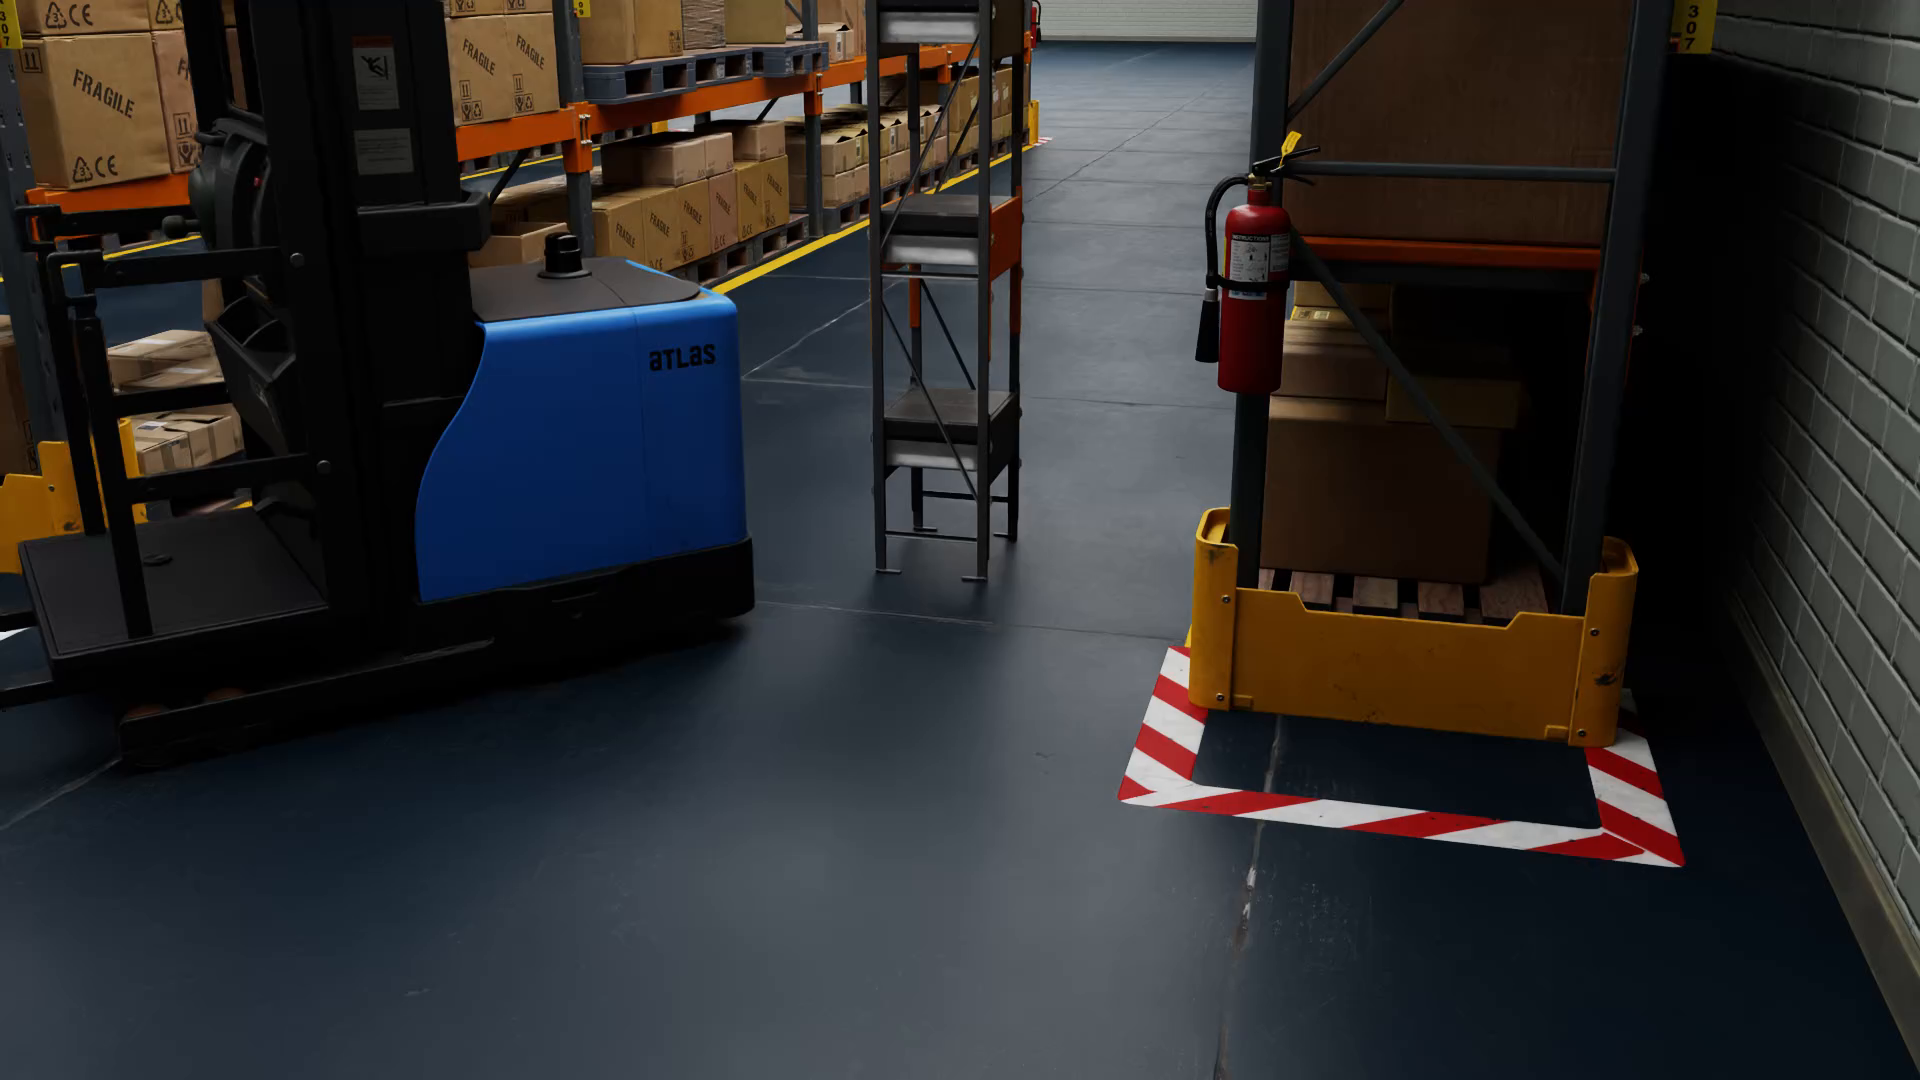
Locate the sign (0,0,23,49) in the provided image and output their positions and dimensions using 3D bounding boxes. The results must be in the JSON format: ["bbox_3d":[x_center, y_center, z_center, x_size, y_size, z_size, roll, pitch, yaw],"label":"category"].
[{"bbox_3d":[-3.014,-1.712,5.220,0.100,0.325,0.005,5,19,13],"label":"sign"}]

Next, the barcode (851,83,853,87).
[{"bbox_3d":[-1.075,-4.539,16.537,0.001,0.075,0.075,5,19,13],"label":"barcode"}]

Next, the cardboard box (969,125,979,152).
[{"bbox_3d":[-0.074,-4.282,17.686,0.500,0.250,0.500,5,19,13],"label":"cardboard box"}]

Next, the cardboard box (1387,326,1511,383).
[{"bbox_3d":[1.624,-0.609,5.544,0.380,0.149,0.250,5,19,14],"label":"cardboard box"}]

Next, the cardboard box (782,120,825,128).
[{"bbox_3d":[-1.450,-3.521,14.591,0.500,0.311,0.500,5,19,13],"label":"cardboard box"}]

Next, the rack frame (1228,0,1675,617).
[{"bbox_3d":[1.264,-0.955,4.343,1.000,3.000,0.127,5,19,13],"label":"rack frame"}]

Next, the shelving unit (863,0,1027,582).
[{"bbox_3d":[-0.040,-0.942,5.696,0.431,2.100,0.503,5,19,13],"label":"shelving unit"}]

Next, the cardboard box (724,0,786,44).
[{"bbox_3d":[-1.630,-3.892,12.138,0.700,0.500,0.500,-2,19,-5],"label":"cardboard box"}]

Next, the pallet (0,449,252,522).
[{"bbox_3d":[-3.328,-0.299,6.737,1.003,0.211,1.213,5,19,13],"label":"pallet"}]

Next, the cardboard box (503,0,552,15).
[{"bbox_3d":[-2.436,-2.940,8.454,0.500,0.500,0.500,5,19,14],"label":"cardboard box"}]

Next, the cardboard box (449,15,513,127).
[{"bbox_3d":[-2.561,-2.308,8.148,0.500,0.500,0.500,5,20,15],"label":"cardboard box"}]

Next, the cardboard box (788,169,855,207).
[{"bbox_3d":[-1.173,-2.891,13.616,0.500,0.250,0.500,5,19,13],"label":"cardboard box"}]

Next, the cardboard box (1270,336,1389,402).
[{"bbox_3d":[1.193,-0.560,5.400,0.380,0.149,0.250,4,19,13],"label":"cardboard box"}]

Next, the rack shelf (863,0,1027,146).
[{"bbox_3d":[-0.040,-1.591,5.474,0.431,0.518,0.480,5,19,13],"label":"rack shelf"}]

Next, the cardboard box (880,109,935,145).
[{"bbox_3d":[-0.550,-3.956,15.866,0.500,0.311,0.500,5,20,15],"label":"cardboard box"}]

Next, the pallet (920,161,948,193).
[{"bbox_3d":[-0.751,-3.553,16.262,1.003,0.211,1.213,5,19,13],"label":"pallet"}]

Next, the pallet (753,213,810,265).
[{"bbox_3d":[-1.805,-2.302,12.601,1.003,0.211,1.213,5,19,13],"label":"pallet"}]

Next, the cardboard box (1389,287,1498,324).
[{"bbox_3d":[1.810,-0.848,6.243,0.380,0.149,0.250,5,19,14],"label":"cardboard box"}]

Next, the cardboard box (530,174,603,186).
[{"bbox_3d":[-2.469,-2.113,10.919,0.500,0.500,0.500,5,19,14],"label":"cardboard box"}]

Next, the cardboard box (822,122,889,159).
[{"bbox_3d":[-0.926,-3.481,14.476,0.500,0.311,0.500,4,19,12],"label":"cardboard box"}]

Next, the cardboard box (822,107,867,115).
[{"bbox_3d":[-1.078,-4.003,16.003,0.500,0.311,0.500,4,19,13],"label":"cardboard box"}]

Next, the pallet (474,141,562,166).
[{"bbox_3d":[-5.206,-4.386,18.703,1.003,0.211,1.213,5,19,13],"label":"pallet"}]

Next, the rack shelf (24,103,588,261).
[{"bbox_3d":[-3.052,-1.632,7.437,1.077,0.370,4.000,5,19,13],"label":"rack shelf"}]

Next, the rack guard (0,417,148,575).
[{"bbox_3d":[-3.522,-0.186,5.959,1.175,0.500,0.348,5,19,13],"label":"rack guard"}]

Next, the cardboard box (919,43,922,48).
[{"bbox_3d":[-0.686,-4.878,16.059,0.500,0.250,0.500,6,20,17],"label":"cardboard box"}]

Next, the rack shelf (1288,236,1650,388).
[{"bbox_3d":[1.753,-1.242,6.295,1.077,0.370,4.000,5,19,13],"label":"rack shelf"}]

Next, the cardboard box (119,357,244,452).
[{"bbox_3d":[-3.010,-0.557,6.751,0.500,0.250,0.500,5,19,13],"label":"cardboard box"}]

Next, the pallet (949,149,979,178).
[{"bbox_3d":[-0.374,-4.033,17.668,1.003,0.211,1.213,5,19,13],"label":"pallet"}]

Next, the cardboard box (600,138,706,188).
[{"bbox_3d":[-1.964,-2.425,10.673,0.500,0.250,0.500,5,19,13],"label":"cardboard box"}]

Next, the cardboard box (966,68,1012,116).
[{"bbox_3d":[0.296,-5.106,18.941,0.500,0.500,0.500,5,19,13],"label":"cardboard box"}]

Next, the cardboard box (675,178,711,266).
[{"bbox_3d":[-1.960,-2.081,10.825,0.500,0.500,0.500,5,19,14],"label":"cardboard box"}]

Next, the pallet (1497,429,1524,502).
[{"bbox_3d":[1.684,-0.273,6.662,1.003,0.211,1.213,5,19,13],"label":"pallet"}]

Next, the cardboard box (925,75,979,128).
[{"bbox_3d":[-0.077,-4.637,17.566,0.500,0.500,0.500,5,19,13],"label":"cardboard box"}]

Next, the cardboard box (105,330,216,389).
[{"bbox_3d":[-3.385,-0.737,7.279,0.500,0.250,0.500,5,19,13],"label":"cardboard box"}]

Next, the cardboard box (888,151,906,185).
[{"bbox_3d":[-0.804,-3.373,15.026,0.500,0.250,0.500,5,20,14],"label":"cardboard box"}]

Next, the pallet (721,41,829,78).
[{"bbox_3d":[-1.683,-3.544,12.219,1.213,0.211,1.003,5,19,13],"label":"pallet"}]

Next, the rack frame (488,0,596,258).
[{"bbox_3d":[-2.563,-2.599,9.156,1.000,3.000,0.127,5,19,13],"label":"rack frame"}]

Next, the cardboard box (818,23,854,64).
[{"bbox_3d":[-1.179,-4.075,13.617,0.500,0.311,0.500,4,19,13],"label":"cardboard box"}]

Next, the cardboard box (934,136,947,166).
[{"bbox_3d":[-0.429,-3.851,16.426,0.500,0.250,0.500,4,19,13],"label":"cardboard box"}]

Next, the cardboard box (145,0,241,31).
[{"bbox_3d":[-3.056,-2.148,6.135,0.500,0.500,0.500,5,19,14],"label":"cardboard box"}]

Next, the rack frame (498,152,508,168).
[{"bbox_3d":[-5.411,-5.499,17.646,1.000,3.000,0.127,5,19,13],"label":"rack frame"}]

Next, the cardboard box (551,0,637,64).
[{"bbox_3d":[-2.230,-2.976,9.455,0.700,0.500,0.500,-2,19,-5],"label":"cardboard box"}]

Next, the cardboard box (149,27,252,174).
[{"bbox_3d":[-3.055,-1.673,6.290,0.500,0.500,0.500,4,19,13],"label":"cardboard box"}]

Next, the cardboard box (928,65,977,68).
[{"bbox_3d":[-0.098,-5.305,19.523,0.500,0.500,0.500,5,19,13],"label":"cardboard box"}]

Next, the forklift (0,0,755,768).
[{"bbox_3d":[-2.179,-0.976,4.512,3.031,2.935,1.130,-12,22,-30],"label":"forklift"}]

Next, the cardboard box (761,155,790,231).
[{"bbox_3d":[-1.587,-2.566,12.247,0.500,0.500,0.500,5,20,16],"label":"cardboard box"}]

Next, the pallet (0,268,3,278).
[{"bbox_3d":[-7.136,-1.910,11.454,1.003,0.211,1.213,5,19,13],"label":"pallet"}]

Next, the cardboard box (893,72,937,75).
[{"bbox_3d":[-0.455,-4.834,18.144,0.500,0.500,0.500,5,19,13],"label":"cardboard box"}]

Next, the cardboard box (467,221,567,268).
[{"bbox_3d":[-2.427,-1.423,8.900,0.500,0.500,0.500,5,19,13],"label":"cardboard box"}]
